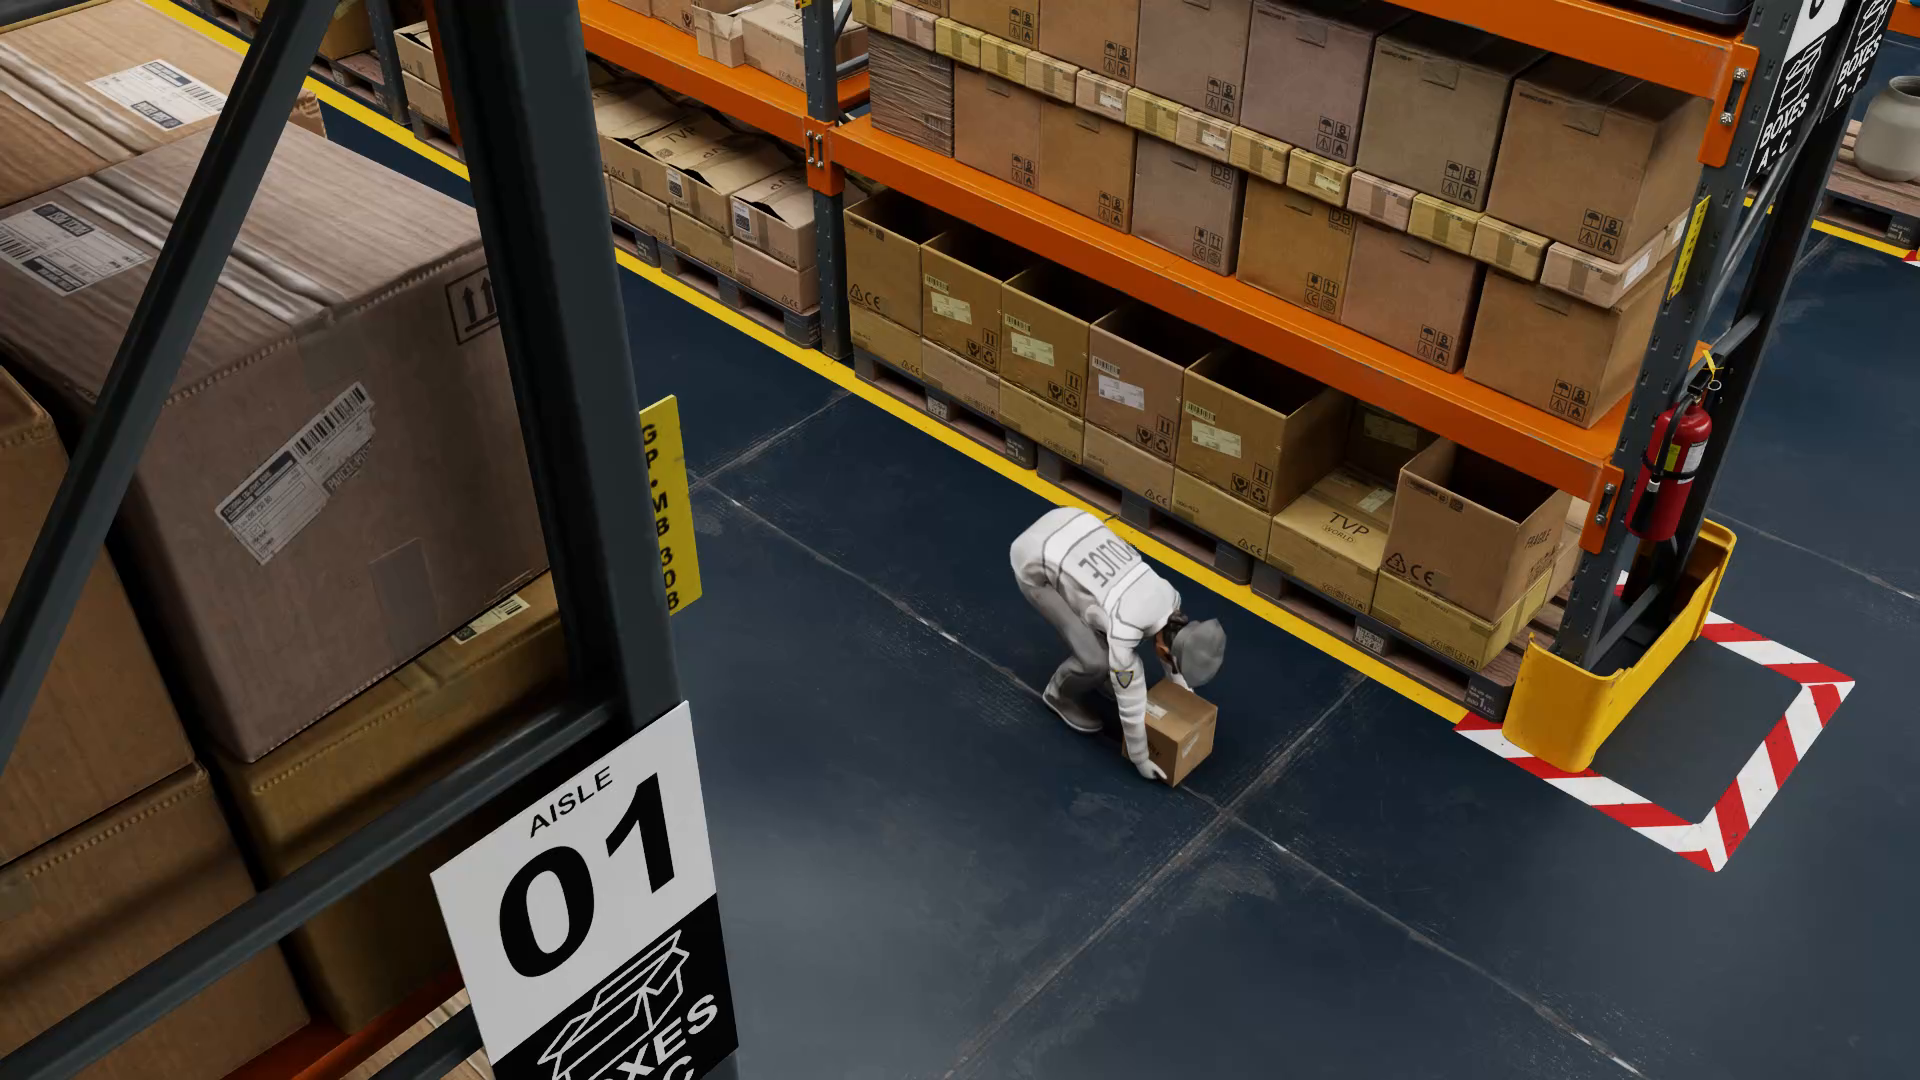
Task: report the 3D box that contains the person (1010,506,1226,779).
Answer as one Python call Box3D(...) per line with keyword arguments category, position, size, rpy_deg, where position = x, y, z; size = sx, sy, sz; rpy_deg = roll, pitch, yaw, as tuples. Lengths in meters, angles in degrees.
Box3D(category="person", position=(0.594, 0.366, 6.355), size=(0.885, 0.848, 0.452), rpy_deg=(28, 47, 29))
